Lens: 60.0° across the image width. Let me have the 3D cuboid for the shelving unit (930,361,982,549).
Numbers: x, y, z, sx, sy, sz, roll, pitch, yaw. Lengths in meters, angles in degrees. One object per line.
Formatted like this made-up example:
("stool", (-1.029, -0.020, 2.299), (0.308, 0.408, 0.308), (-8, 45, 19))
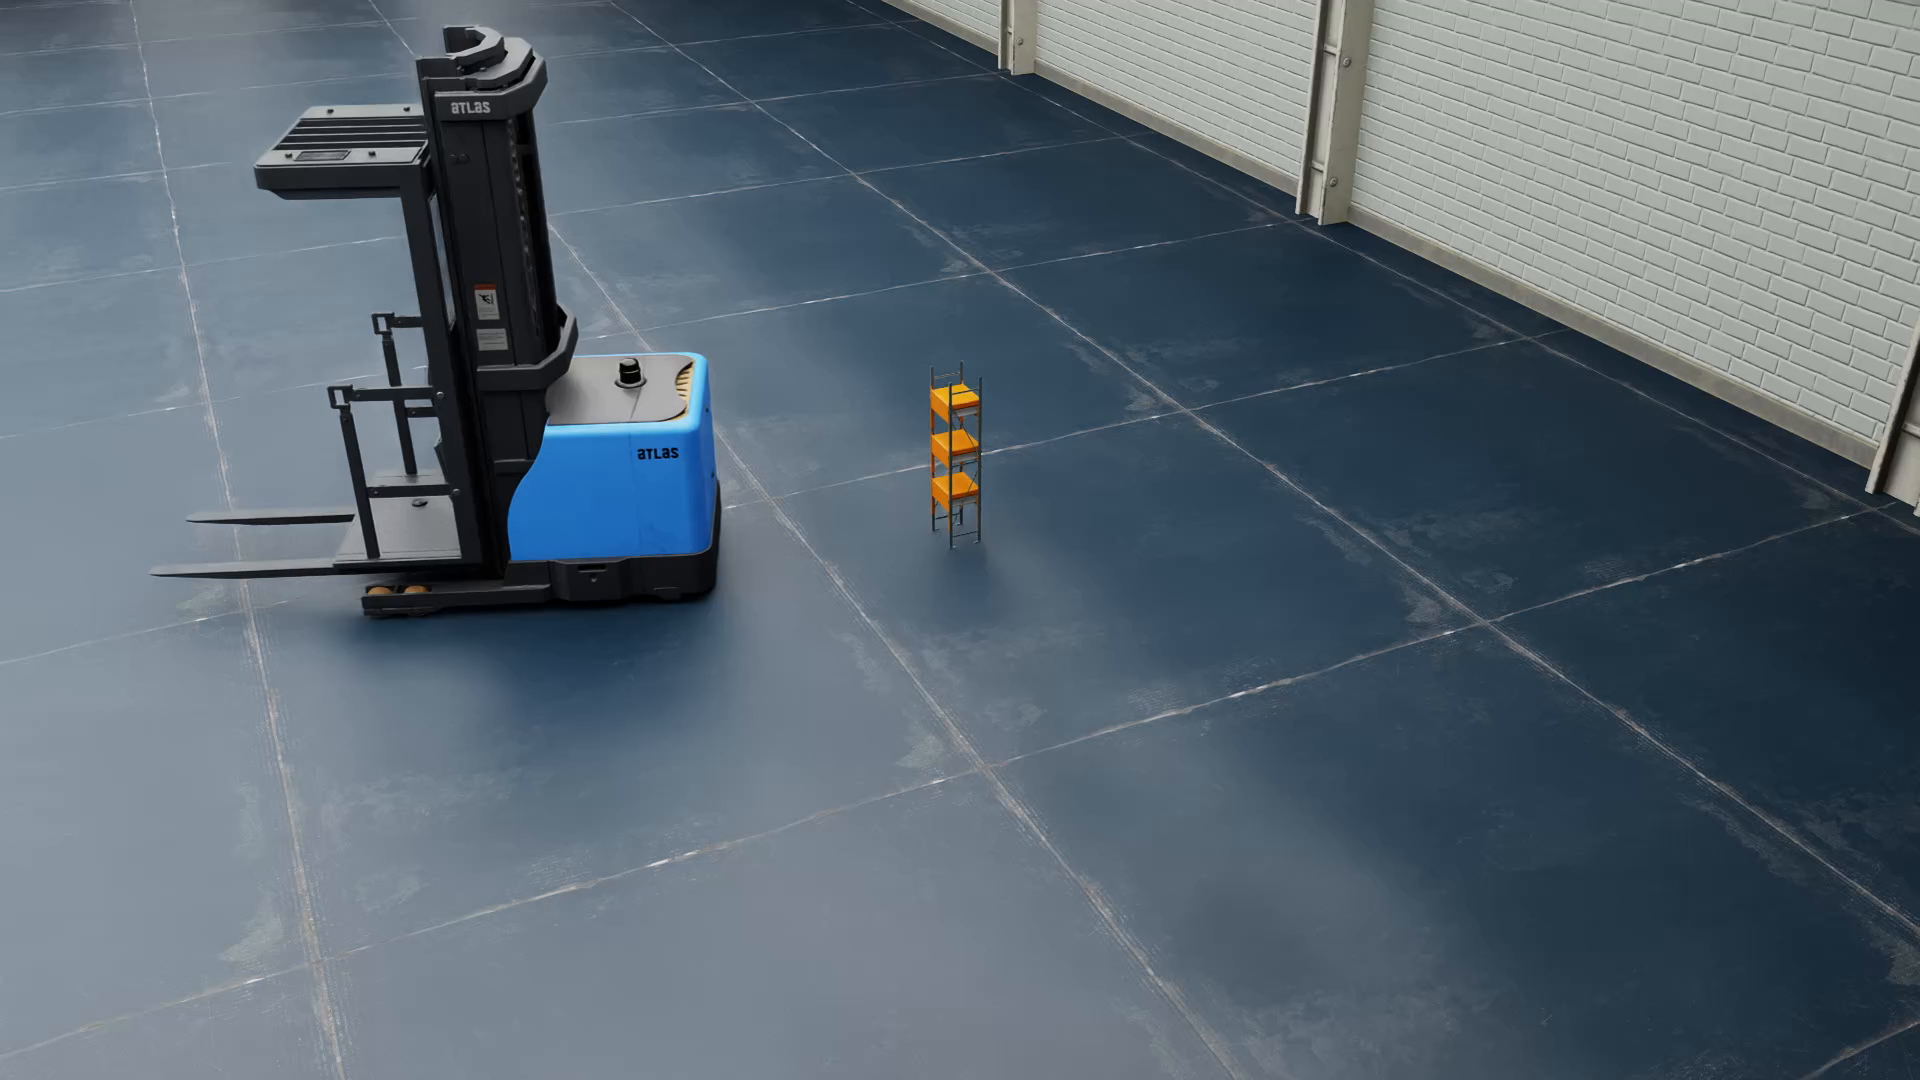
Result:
("shelving unit", (-0.023, -0.482, 9.535), (0.215, 1.050, 0.252), (-13, 32, -22))

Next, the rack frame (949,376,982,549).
("rack frame", (0.029, -0.428, 9.439), (0.200, 1.050, 0.008), (-13, 32, -22))

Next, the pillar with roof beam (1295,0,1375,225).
("pillar with roof beam", (-0.637, -5.926, 11.117), (9.100, 9.000, 0.400), (-13, 32, -22))

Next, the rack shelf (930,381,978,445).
("rack shelf", (-0.023, -0.720, 9.402), (0.215, 0.259, 0.240), (-13, 32, -22))

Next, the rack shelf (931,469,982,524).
("rack shelf", (-0.023, -0.230, 9.676), (0.215, 0.259, 0.240), (-13, 32, -22))

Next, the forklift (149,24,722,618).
("forklift", (-2.897, -1.126, 8.760), (3.031, 2.935, 1.130), (-2, 29, -4))

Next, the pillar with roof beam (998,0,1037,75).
("pillar with roof beam", (-3.213, -8.576, 15.843), (9.100, 9.000, 0.400), (-13, 32, -22))

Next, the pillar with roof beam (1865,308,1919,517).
("pillar with roof beam", (1.939, -3.275, 6.390), (9.100, 9.000, 0.400), (-13, 32, -22))

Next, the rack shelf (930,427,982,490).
("rack shelf", (-0.023, -0.472, 9.541), (0.215, 0.259, 0.240), (-13, 32, -22))

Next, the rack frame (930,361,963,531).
("rack frame", (-0.075, -0.535, 9.631), (0.200, 1.050, 0.008), (-13, 32, -22))
